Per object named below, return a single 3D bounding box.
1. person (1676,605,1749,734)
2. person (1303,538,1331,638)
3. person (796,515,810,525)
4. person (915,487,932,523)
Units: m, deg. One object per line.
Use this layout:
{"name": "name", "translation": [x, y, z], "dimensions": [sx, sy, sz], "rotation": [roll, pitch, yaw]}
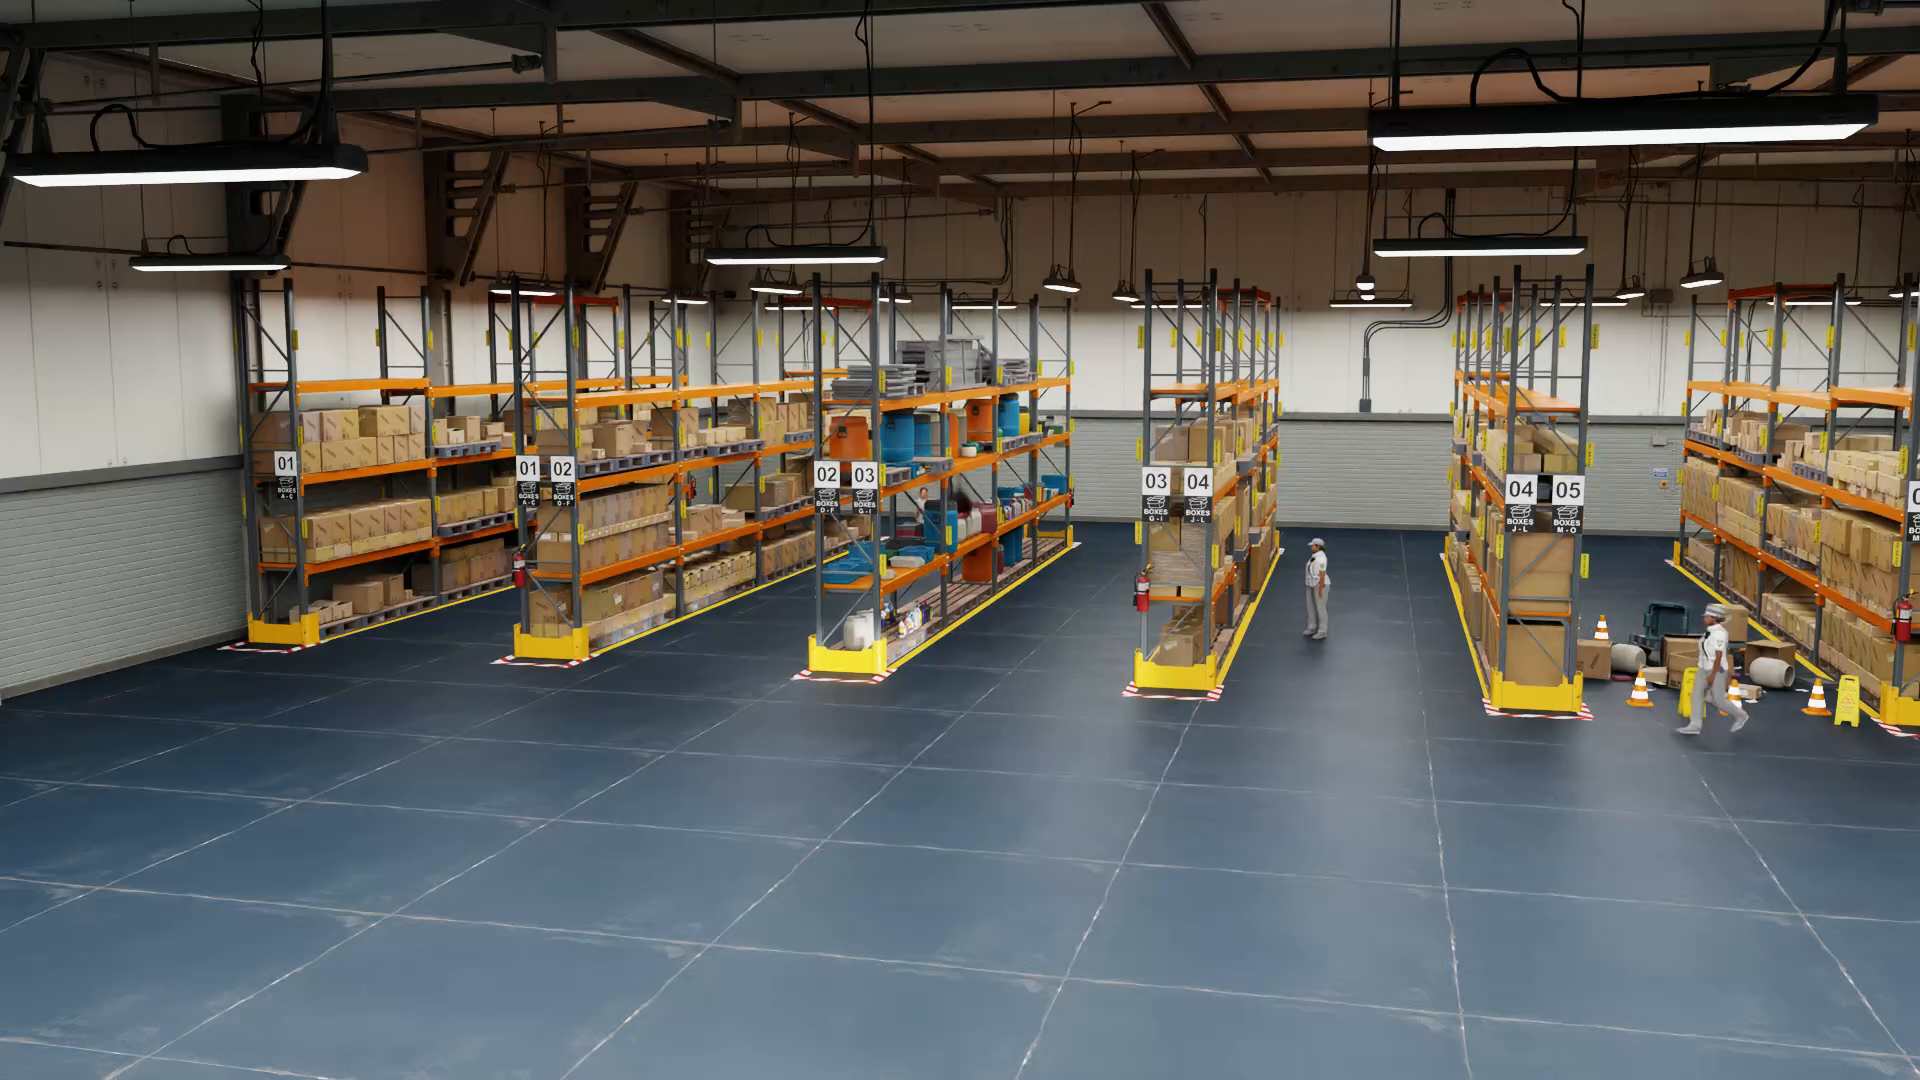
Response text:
{"name": "person", "translation": [9.574, 1.655, 21.089], "dimensions": [0.825, 1.653, 0.433], "rotation": [-1, 7, -10]}
{"name": "person", "translation": [6.033, 0.805, 28.152], "dimensions": [0.435, 1.669, 0.504], "rotation": [-2, 7, -18]}
{"name": "person", "translation": [-3.808, -1.039, 43.286], "dimensions": [1.003, 1.667, 0.609], "rotation": [0, 7, -2]}
{"name": "person", "translation": [-0.809, -0.416, 38.466], "dimensions": [0.515, 1.622, 1.012], "rotation": [1, 7, 12]}
